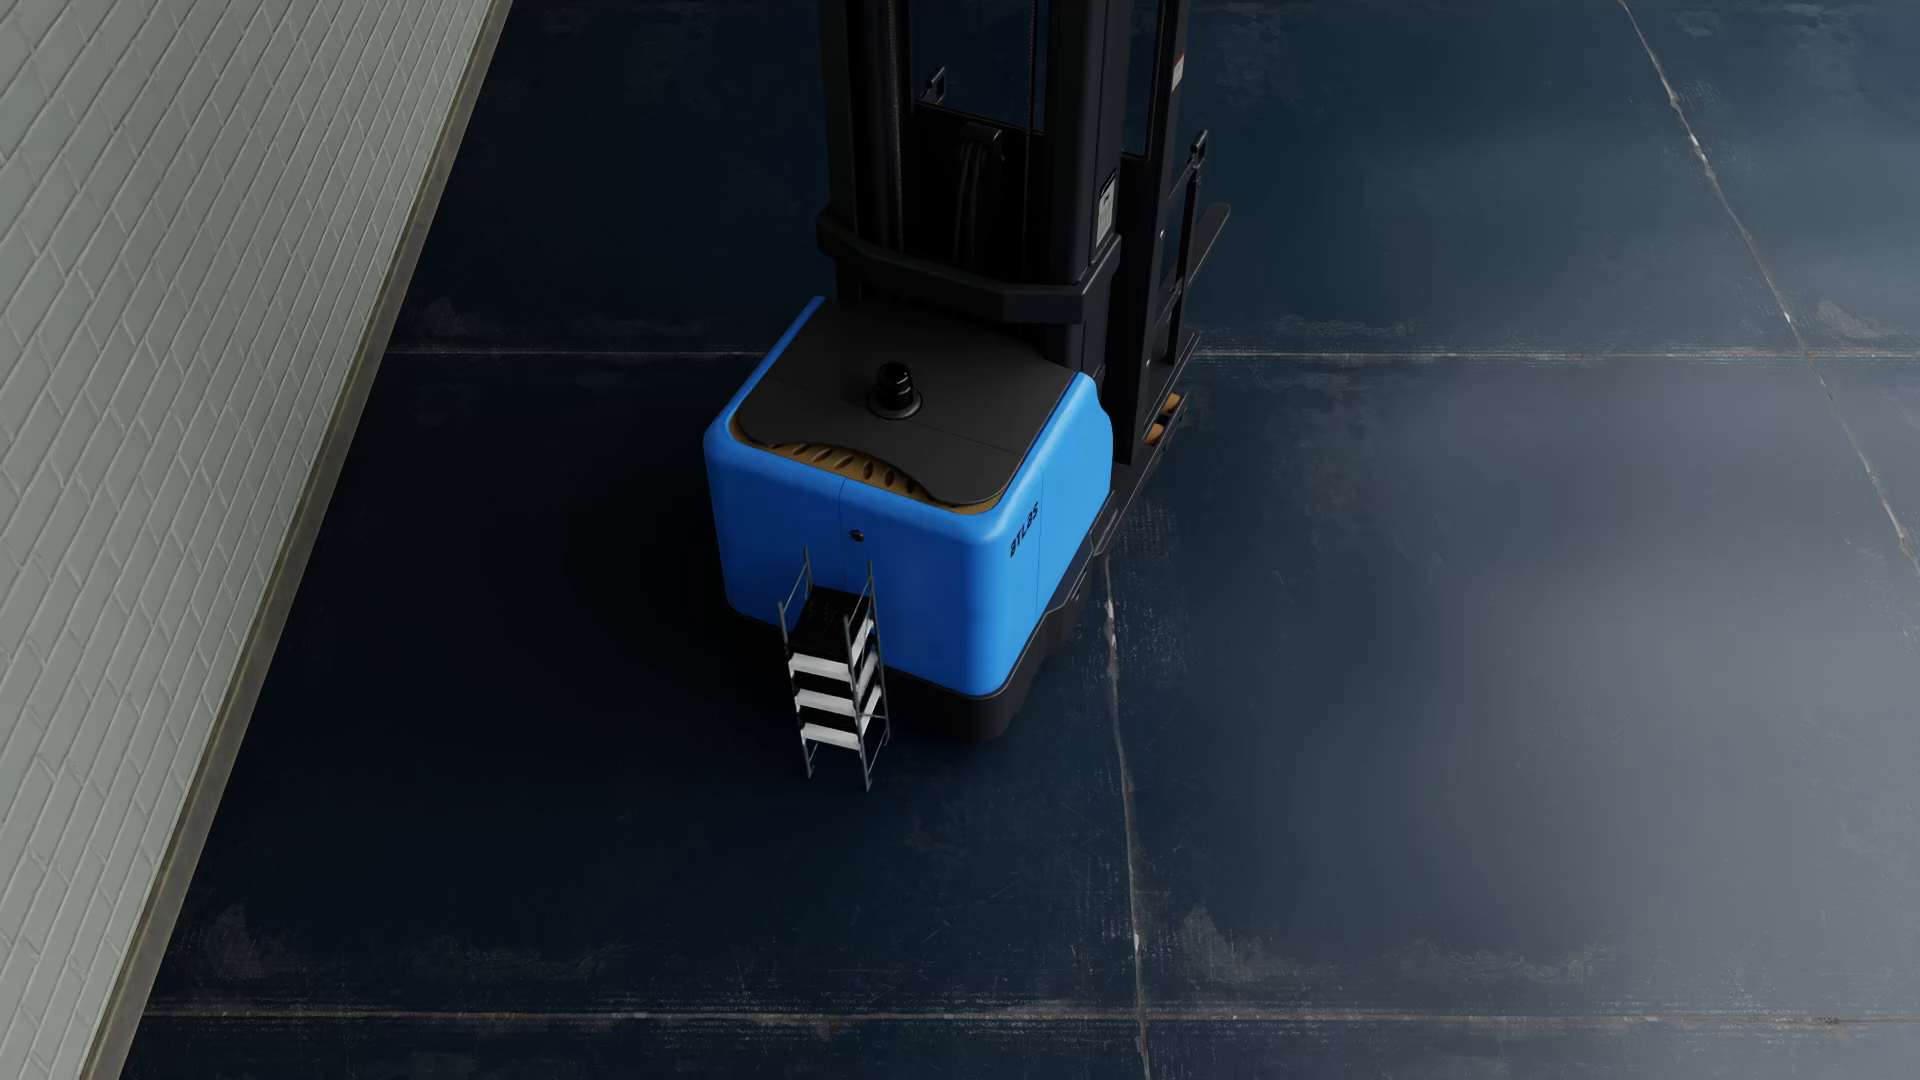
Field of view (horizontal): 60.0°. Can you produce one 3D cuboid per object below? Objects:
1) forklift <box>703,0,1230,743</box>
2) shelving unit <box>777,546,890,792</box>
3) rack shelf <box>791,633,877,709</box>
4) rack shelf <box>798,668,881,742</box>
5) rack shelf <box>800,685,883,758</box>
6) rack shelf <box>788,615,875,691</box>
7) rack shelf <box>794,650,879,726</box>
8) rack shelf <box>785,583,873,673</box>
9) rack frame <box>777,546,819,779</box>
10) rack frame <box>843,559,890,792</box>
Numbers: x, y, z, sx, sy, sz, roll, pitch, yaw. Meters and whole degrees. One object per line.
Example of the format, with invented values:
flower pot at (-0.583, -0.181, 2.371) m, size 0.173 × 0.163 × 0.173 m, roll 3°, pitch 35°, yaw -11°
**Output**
forklift at (0.259, -1.417, 5.566) m, size 1.130 × 2.935 × 3.031 m, roll 18°, pitch 50°, yaw 16°
shelving unit at (-0.384, 0.424, 5.232) m, size 0.210 × 0.900 × 0.258 m, roll 11°, pitch 50°, yaw 12°
rack shelf at (-0.386, 0.386, 5.190) m, size 0.200 × 0.077 × 0.258 m, roll 11°, pitch 50°, yaw 12°
rack shelf at (-0.380, 0.506, 5.324) m, size 0.200 × 0.077 × 0.258 m, roll 11°, pitch 50°, yaw 12°
rack shelf at (-0.377, 0.566, 5.391) m, size 0.200 × 0.077 × 0.258 m, roll 11°, pitch 50°, yaw 12°
rack shelf at (-0.389, 0.326, 5.123) m, size 0.200 × 0.077 × 0.258 m, roll 11°, pitch 50°, yaw 12°
rack shelf at (-0.383, 0.446, 5.257) m, size 0.200 × 0.077 × 0.258 m, roll 11°, pitch 50°, yaw 12°
rack shelf at (-0.392, 0.266, 5.056) m, size 0.200 × 0.077 × 0.258 m, roll 11°, pitch 50°, yaw 12°
rack frame at (-0.482, 0.404, 5.254) m, size 0.006 × 0.900 × 0.240 m, roll 11°, pitch 50°, yaw 12°
rack frame at (-0.287, 0.443, 5.211) m, size 0.006 × 0.900 × 0.240 m, roll 11°, pitch 50°, yaw 12°
